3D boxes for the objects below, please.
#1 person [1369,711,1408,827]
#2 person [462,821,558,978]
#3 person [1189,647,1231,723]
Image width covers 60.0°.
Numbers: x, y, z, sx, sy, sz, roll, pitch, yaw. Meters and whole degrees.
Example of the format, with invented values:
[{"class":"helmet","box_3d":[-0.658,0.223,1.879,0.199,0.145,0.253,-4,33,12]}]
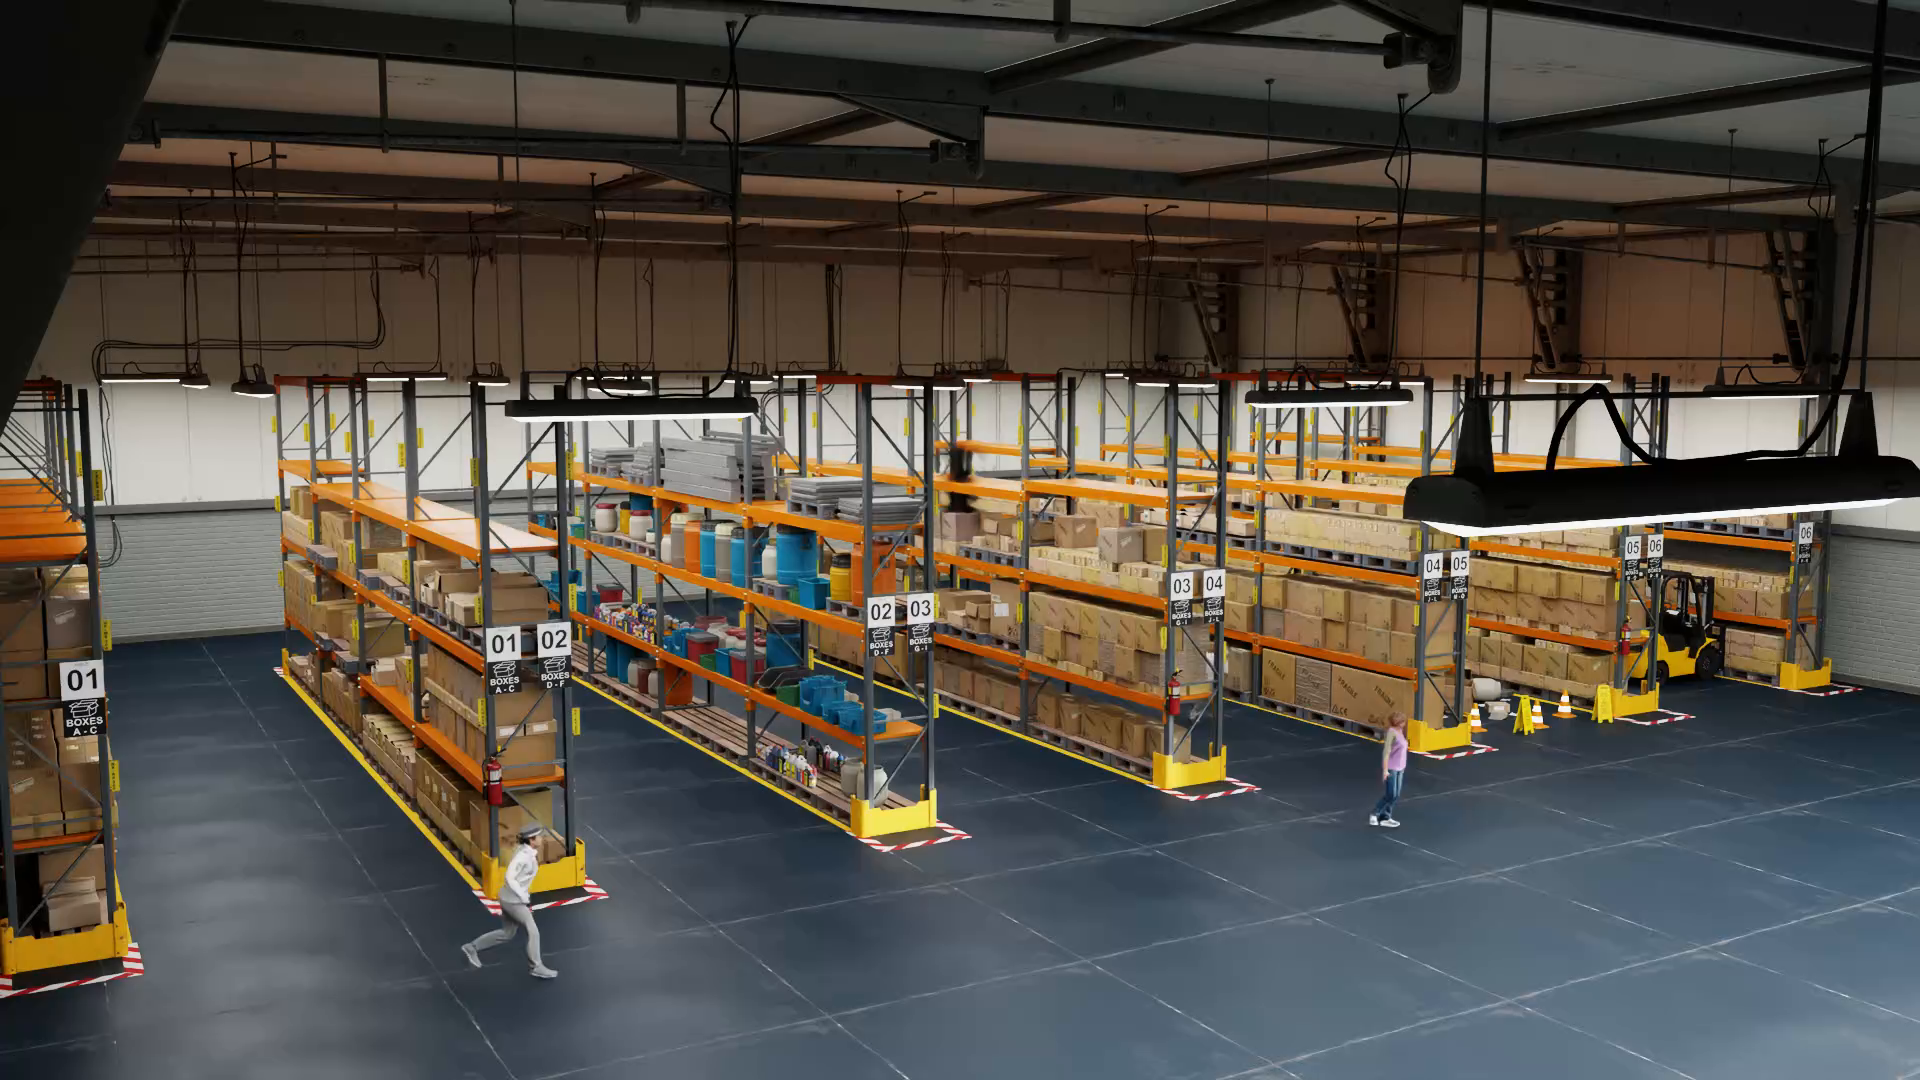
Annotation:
[{"class":"person","box_3d":[5.786,3.081,22.439,0.416,1.556,0.537,4,8,34]},{"class":"person","box_3d":[-4.602,3.685,16.899,0.952,1.642,0.604,-1,6,-5]},{"class":"person","box_3d":[4.304,2.483,28.666,0.555,1.421,0.978,-3,7,-25]}]
